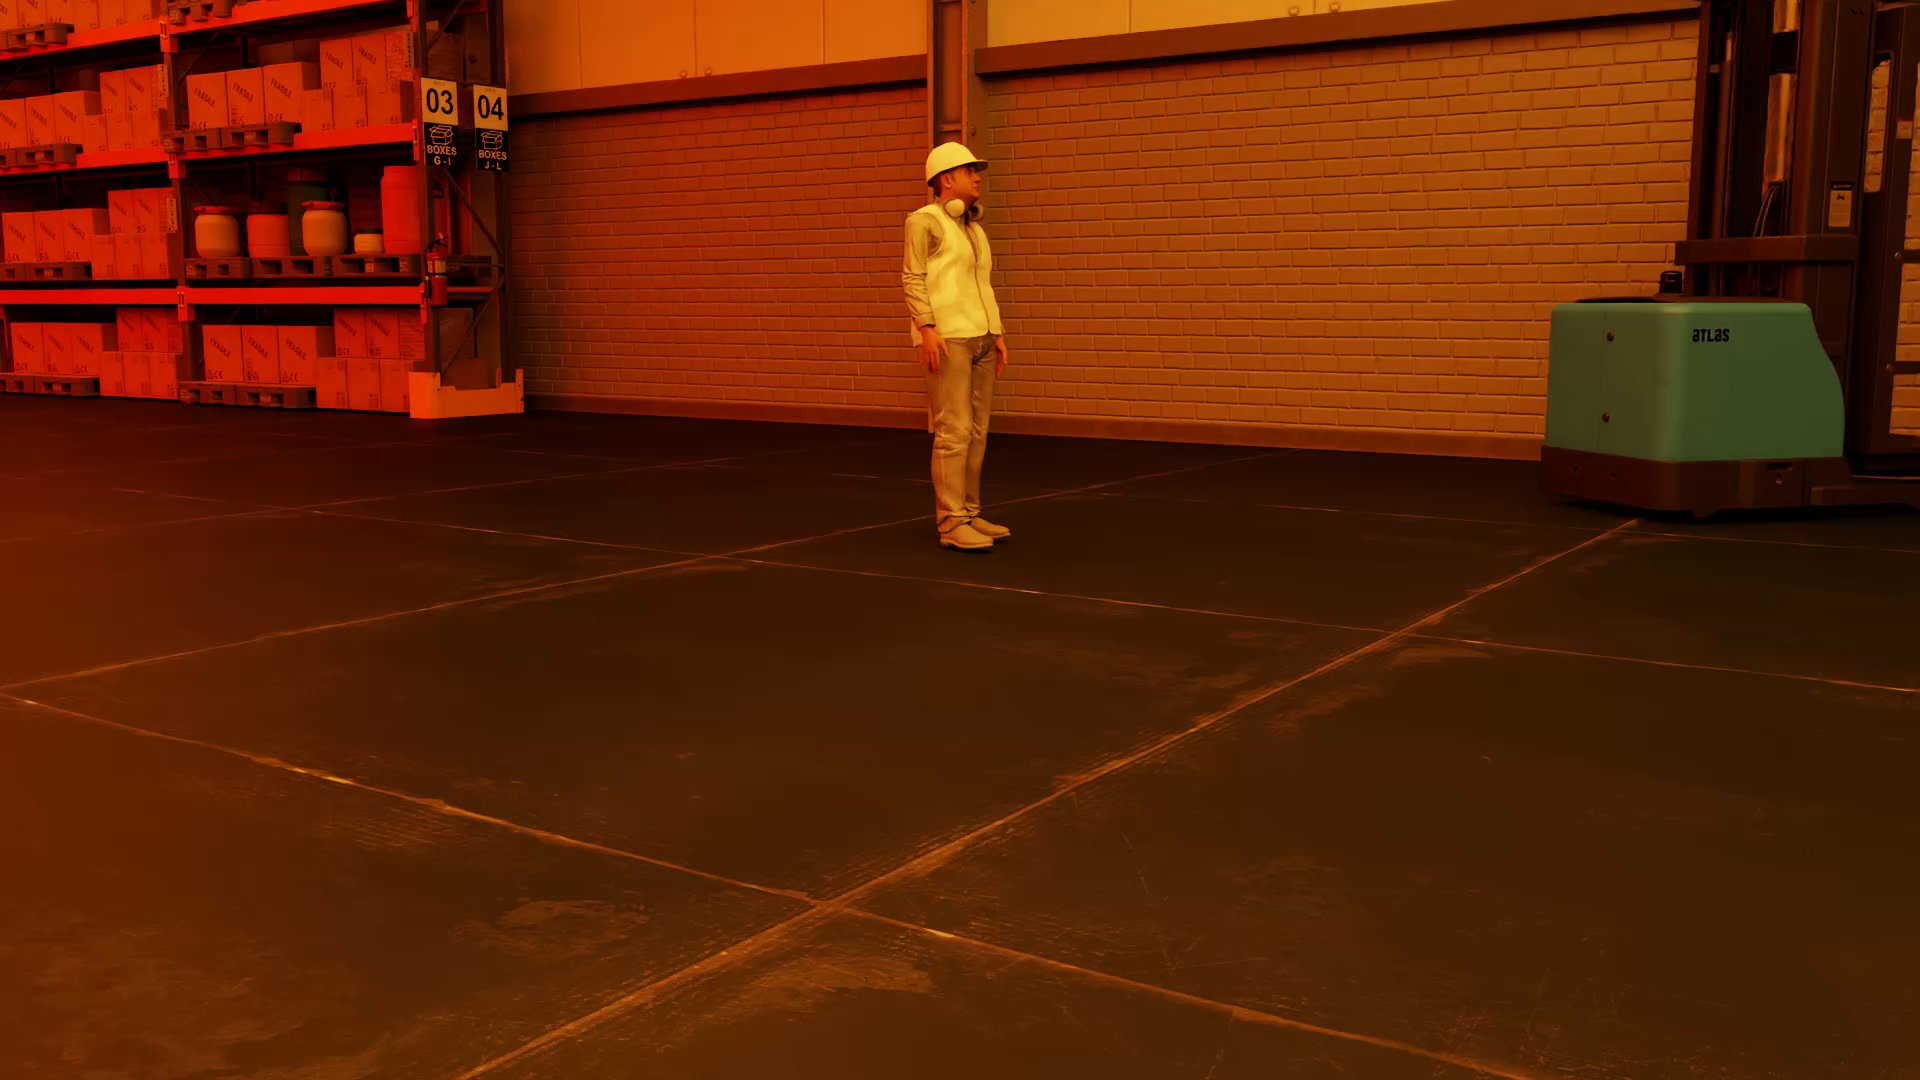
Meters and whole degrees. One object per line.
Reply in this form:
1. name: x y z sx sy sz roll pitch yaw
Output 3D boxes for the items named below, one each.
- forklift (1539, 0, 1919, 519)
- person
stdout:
1. forklift: 4.708 -1.646 8.767 3.031 2.935 1.130 -2 8 -16
2. person: 0.048 -0.880 7.437 0.566 1.775 0.634 5 10 34
